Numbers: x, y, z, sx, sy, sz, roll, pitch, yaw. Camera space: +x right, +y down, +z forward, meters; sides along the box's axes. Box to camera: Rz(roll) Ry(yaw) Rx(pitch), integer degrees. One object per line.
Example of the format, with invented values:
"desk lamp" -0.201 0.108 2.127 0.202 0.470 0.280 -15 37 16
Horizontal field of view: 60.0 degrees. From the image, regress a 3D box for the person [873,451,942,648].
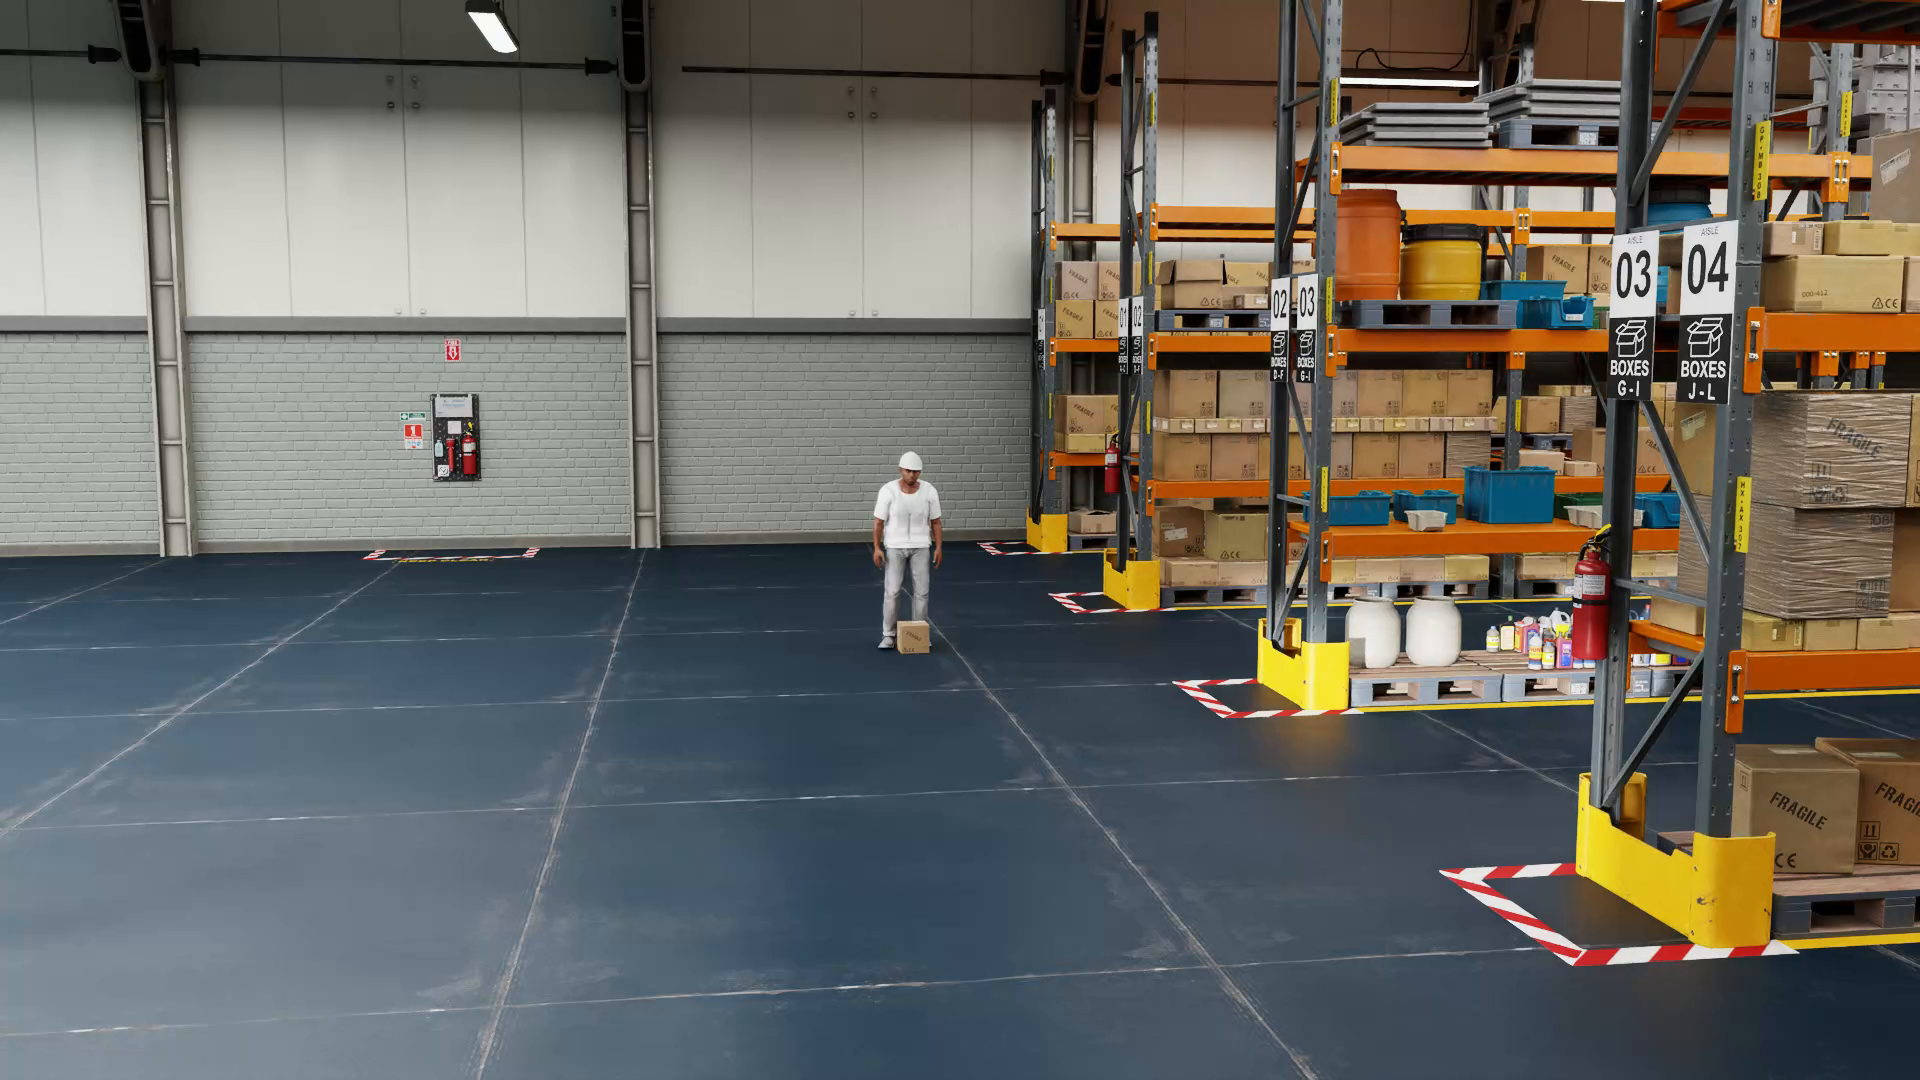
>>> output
"person" -0.465 0.087 14.872 0.627 1.758 0.456 -1 7 -8
